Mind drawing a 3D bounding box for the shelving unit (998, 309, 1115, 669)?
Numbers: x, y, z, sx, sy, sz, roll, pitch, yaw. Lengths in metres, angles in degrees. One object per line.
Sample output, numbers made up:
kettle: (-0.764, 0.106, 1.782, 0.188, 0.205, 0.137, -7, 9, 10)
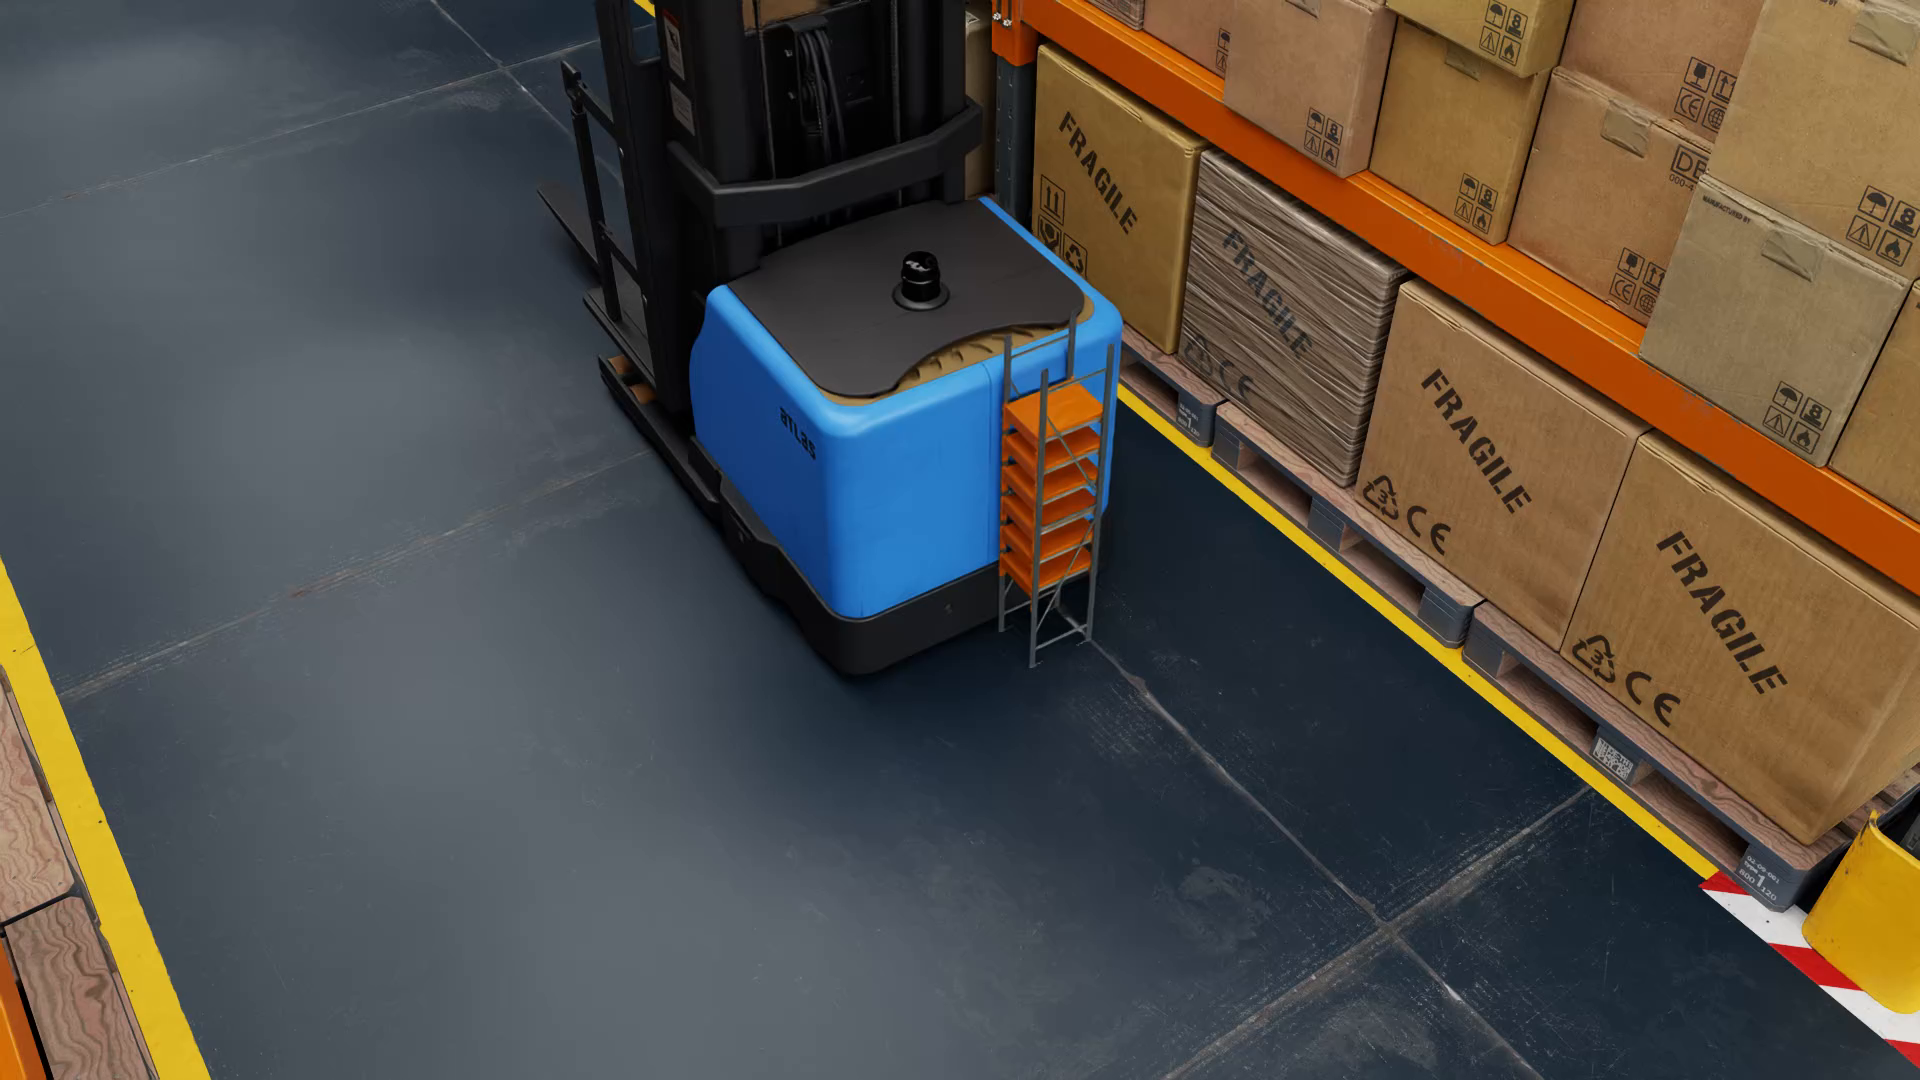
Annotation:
shelving unit: (0.275, -0.119, 5.006, 0.258, 1.200, 0.189, -23, 48, -22)

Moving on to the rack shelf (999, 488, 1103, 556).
rack shelf: (0.275, -0.087, 5.037, 0.258, 0.103, 0.180, -23, 48, -22)

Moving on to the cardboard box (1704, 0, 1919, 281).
cardboard box: (2.300, -1.092, 3.831, 0.875, 0.550, 0.550, -26, 49, -24)

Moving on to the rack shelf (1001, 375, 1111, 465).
rack shelf: (0.275, -0.348, 4.788, 0.258, 0.103, 0.180, -23, 48, -22)

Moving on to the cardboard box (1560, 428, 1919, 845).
cardboard box: (2.428, 0.112, 4.695, 0.875, 0.875, 0.875, -25, 49, -24)

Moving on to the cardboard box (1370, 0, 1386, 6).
cardboard box: (1.371, -2.008, 4.791, 0.875, 0.550, 0.550, -26, 49, -24)

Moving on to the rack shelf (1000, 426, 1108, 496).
rack shelf: (0.275, -0.261, 4.871, 0.258, 0.103, 0.180, -23, 48, -22)

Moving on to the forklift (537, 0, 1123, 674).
forklift: (-0.703, -1.639, 5.344, 1.130, 2.935, 3.031, -23, 48, -22)

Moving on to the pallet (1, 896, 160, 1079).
pallet: (-2.428, 1.557, 3.966, 1.003, 0.211, 1.213, -26, 49, -24)

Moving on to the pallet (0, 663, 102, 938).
pallet: (-3.130, 0.865, 4.691, 1.003, 0.211, 1.213, -26, 49, -24)

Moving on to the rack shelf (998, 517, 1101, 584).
rack shelf: (0.275, 0.000, 5.120, 0.258, 0.103, 0.180, -23, 48, -22)

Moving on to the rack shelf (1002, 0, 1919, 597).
rack shelf: (1.726, -1.019, 5.166, 1.077, 0.370, 4.000, -26, 49, -24)

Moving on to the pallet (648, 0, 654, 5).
pallet: (-1.317, -3.192, 8.941, 1.003, 0.211, 1.213, -26, 49, -24)

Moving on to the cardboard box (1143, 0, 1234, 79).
cardboard box: (1.136, -1.959, 5.521, 0.875, 0.550, 0.550, -26, 49, -24)

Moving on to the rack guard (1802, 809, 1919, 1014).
rack guard: (2.884, 0.771, 4.580, 1.175, 0.500, 0.348, -26, 49, -24)

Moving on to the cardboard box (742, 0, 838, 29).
cardboard box: (-0.395, -2.614, 7.641, 1.050, 0.750, 0.750, -26, 49, -24)

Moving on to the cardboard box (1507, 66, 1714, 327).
cardboard box: (2.071, -1.062, 4.582, 0.875, 0.550, 0.550, -26, 49, -24)

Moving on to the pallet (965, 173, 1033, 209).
pallet: (0.079, -1.810, 7.493, 1.003, 0.211, 1.213, -26, 49, -24)

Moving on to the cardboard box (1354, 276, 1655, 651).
cardboard box: (1.923, -0.385, 5.216, 0.875, 0.875, 0.875, -26, 50, -25)

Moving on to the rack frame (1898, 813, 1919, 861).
rack frame: (2.871, -0.146, 3.731, 1.000, 3.000, 0.127, -26, 49, -24)

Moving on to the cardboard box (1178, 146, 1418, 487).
cardboard box: (1.404, -0.902, 5.757, 0.875, 0.875, 0.875, -25, 49, -24)

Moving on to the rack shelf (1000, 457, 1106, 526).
rack shelf: (0.275, -0.174, 4.954, 0.258, 0.103, 0.180, -23, 48, -22)

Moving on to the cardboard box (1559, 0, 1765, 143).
cardboard box: (2.091, -1.462, 4.219, 0.875, 0.550, 0.550, -26, 49, -24)

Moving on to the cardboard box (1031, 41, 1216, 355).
cardboard box: (0.885, -1.411, 6.291, 0.875, 0.875, 0.875, -25, 49, -24)

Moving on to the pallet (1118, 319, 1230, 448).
pallet: (0.953, -0.942, 6.583, 1.003, 0.211, 1.213, -26, 49, -24)

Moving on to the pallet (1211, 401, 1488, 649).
pallet: (1.655, -0.250, 5.859, 1.003, 0.211, 1.213, -26, 49, -24)

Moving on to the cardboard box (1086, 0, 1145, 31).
cardboard box: (0.803, -2.262, 5.838, 0.875, 0.550, 0.550, -26, 49, -24)

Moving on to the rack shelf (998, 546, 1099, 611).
rack shelf: (0.275, 0.086, 5.203, 0.258, 0.103, 0.180, -23, 48, -22)

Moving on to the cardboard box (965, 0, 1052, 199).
cardboard box: (0.153, -2.066, 7.067, 1.050, 0.750, 0.750, -26, 49, -25)

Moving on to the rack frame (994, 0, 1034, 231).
rack frame: (0.582, -2.412, 6.104, 1.000, 3.000, 0.127, -26, 49, -24)

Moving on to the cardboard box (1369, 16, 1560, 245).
cardboard box: (1.734, -1.346, 4.879, 0.875, 0.550, 0.500, -26, 49, -24)

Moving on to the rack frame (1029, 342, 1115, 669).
rack frame: (0.323, -0.066, 4.950, 0.240, 1.200, 0.006, -23, 48, -22)

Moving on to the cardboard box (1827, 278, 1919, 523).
cardboard box: (2.621, -0.393, 3.881, 0.875, 0.550, 0.550, -26, 49, -24)

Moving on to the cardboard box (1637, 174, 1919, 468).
cardboard box: (2.289, -0.696, 4.198, 0.875, 0.550, 0.550, -26, 49, -24)

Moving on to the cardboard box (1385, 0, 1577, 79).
cardboard box: (1.681, -1.711, 4.480, 0.875, 0.550, 0.500, -26, 49, -24)

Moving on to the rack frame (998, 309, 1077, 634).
rack frame: (0.227, -0.173, 5.062, 0.240, 1.200, 0.006, -23, 48, -22)

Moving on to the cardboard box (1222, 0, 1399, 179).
cardboard box: (1.349, -1.607, 5.152, 0.875, 0.550, 0.550, -26, 49, -24)

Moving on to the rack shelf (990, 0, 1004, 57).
rack shelf: (-0.562, -3.284, 7.539, 1.077, 0.370, 4.000, -26, 49, -24)

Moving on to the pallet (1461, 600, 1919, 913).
pallet: (2.349, 0.440, 5.136, 1.003, 0.211, 1.213, -26, 49, -24)
